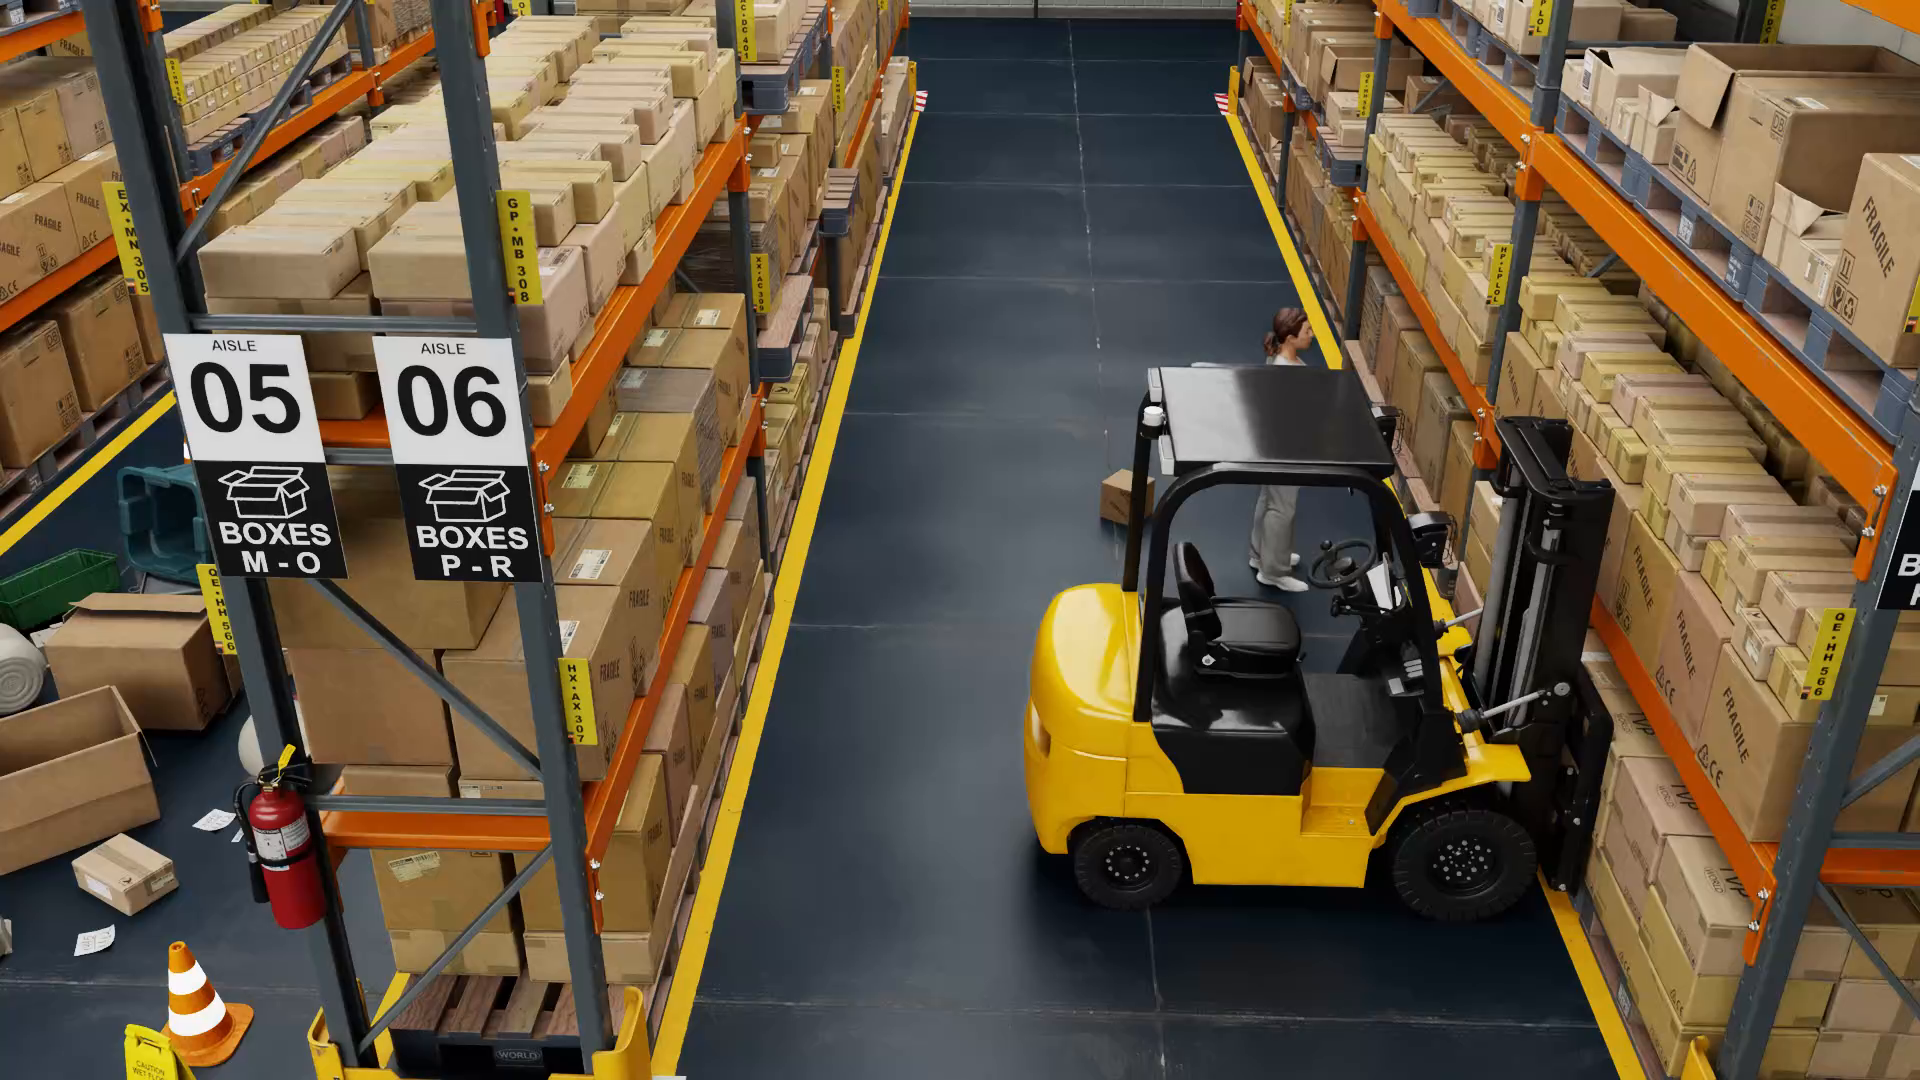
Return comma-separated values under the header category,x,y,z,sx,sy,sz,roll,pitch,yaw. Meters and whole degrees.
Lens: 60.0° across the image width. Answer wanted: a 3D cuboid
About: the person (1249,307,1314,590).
category,x,y,z,sx,sy,sz,roll,pitch,yaw
person,1.885,-0.537,9.648,0.388,1.698,0.443,1,28,3
